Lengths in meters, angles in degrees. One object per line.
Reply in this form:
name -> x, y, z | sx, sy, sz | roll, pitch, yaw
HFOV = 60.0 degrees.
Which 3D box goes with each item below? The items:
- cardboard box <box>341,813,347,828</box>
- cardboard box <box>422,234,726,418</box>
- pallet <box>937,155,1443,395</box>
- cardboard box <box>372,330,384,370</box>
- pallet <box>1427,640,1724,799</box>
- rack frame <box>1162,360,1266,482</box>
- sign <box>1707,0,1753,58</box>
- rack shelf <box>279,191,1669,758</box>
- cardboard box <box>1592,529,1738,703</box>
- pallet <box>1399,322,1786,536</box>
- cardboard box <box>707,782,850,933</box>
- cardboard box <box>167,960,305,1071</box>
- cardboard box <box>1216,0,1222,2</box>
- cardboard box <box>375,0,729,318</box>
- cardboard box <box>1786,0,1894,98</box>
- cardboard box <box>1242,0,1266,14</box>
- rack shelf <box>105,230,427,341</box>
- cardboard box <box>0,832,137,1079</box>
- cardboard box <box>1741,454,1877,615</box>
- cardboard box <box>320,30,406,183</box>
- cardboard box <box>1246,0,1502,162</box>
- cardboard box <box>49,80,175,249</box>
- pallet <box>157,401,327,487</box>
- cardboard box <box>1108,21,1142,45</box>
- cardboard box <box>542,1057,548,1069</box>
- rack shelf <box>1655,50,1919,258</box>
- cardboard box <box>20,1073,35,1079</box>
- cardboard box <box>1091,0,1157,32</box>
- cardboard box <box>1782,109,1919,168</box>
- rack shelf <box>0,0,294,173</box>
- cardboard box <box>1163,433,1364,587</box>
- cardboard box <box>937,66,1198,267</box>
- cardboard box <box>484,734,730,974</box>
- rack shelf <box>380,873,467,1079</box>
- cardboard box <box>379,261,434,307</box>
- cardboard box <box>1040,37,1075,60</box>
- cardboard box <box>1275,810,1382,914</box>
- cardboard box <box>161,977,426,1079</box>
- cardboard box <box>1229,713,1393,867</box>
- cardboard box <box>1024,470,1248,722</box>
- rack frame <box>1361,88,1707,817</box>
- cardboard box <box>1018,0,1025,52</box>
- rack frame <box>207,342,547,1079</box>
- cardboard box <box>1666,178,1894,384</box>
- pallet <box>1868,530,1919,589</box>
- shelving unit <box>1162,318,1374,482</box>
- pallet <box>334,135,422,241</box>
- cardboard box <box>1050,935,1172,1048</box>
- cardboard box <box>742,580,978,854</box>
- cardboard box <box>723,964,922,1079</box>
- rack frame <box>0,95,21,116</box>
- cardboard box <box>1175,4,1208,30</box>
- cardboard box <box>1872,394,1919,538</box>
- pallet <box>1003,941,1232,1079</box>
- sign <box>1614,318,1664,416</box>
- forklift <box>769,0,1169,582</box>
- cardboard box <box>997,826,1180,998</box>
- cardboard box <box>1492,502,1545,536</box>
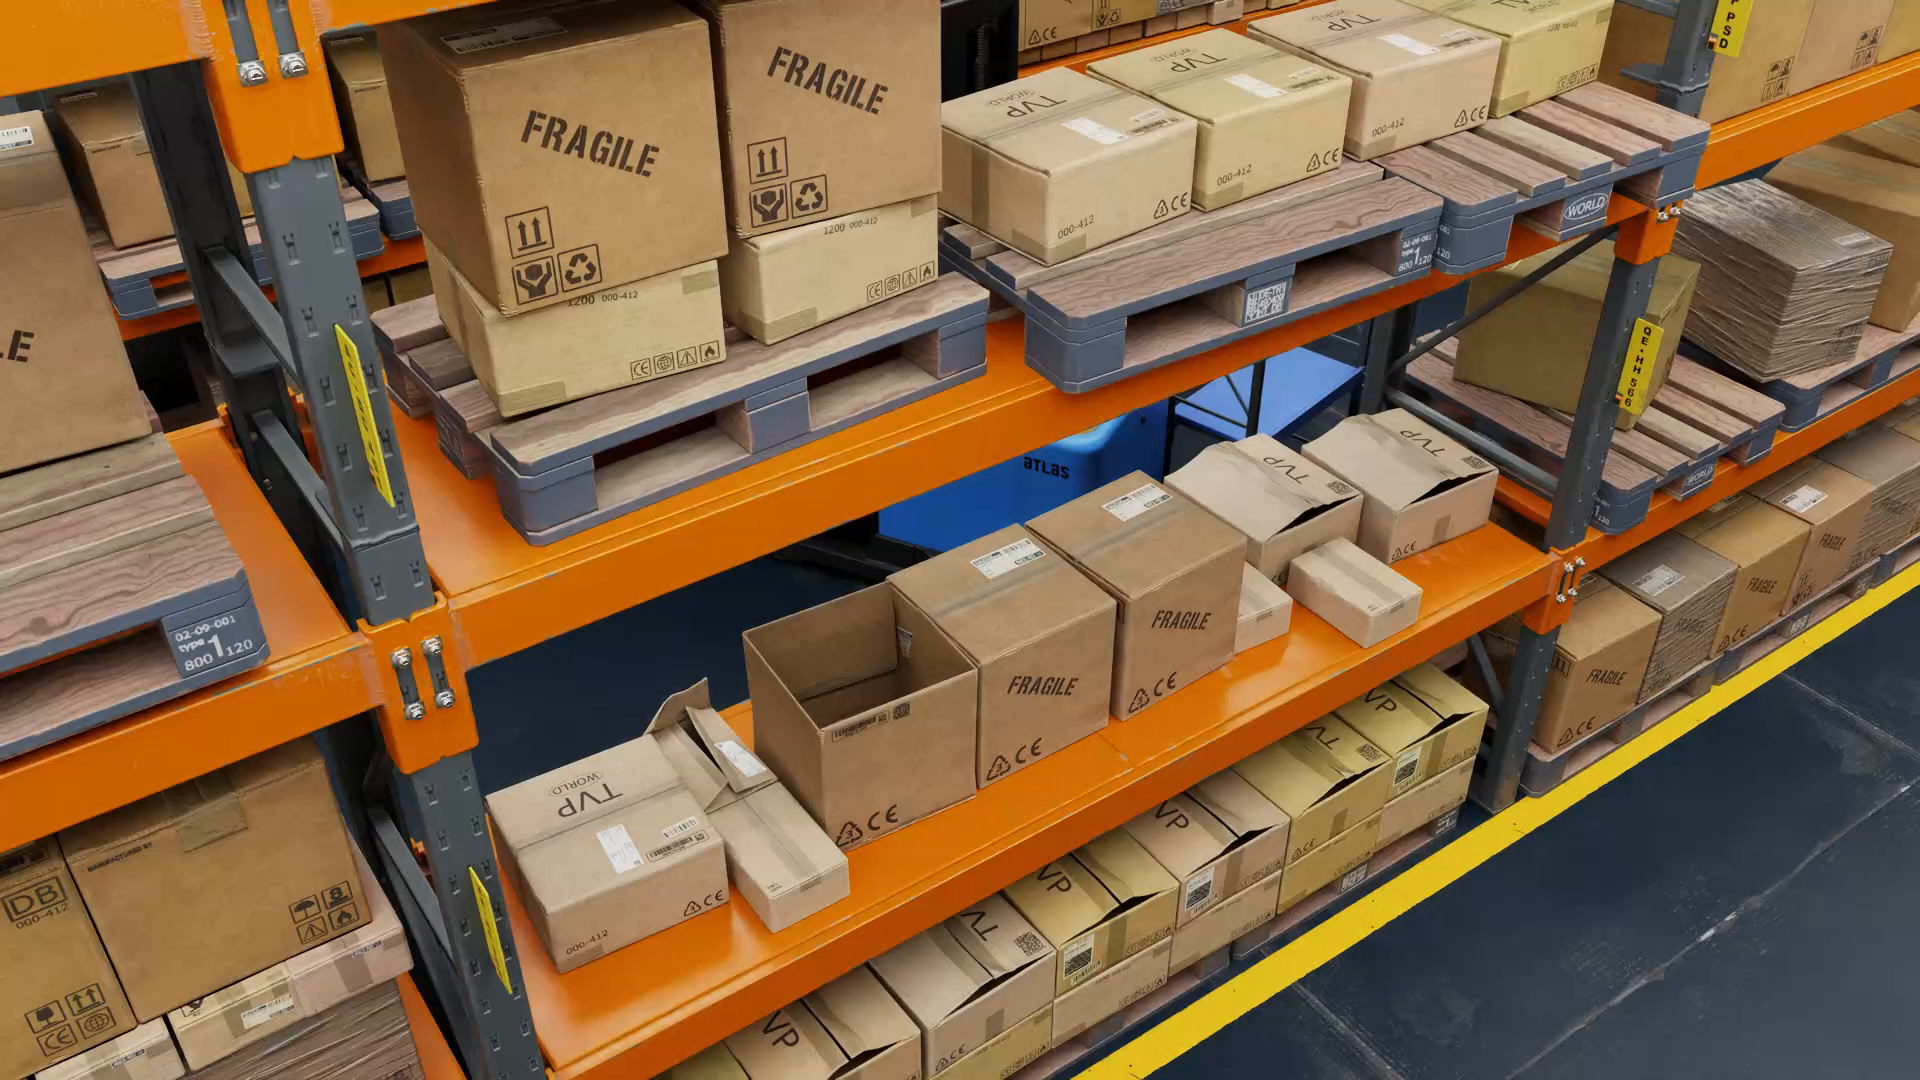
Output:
cardboard box -> -1.688, 0.677, 4.098 | 0.250, 0.149, 0.380 | -22, 41, -28
cardboard box -> -0.848, -0.547, 3.641 | 0.500, 0.250, 0.500 | -18, 39, -23
pallet -> 0.497, -0.855, 4.462 | 1.213, 0.211, 1.003 | -20, 40, -26
cardboard box -> -3.228, -0.997, 8.831 | 0.500, 0.500, 0.700 | -23, 42, -29
pallet -> 2.545, 0.537, 7.323 | 1.213, 0.211, 1.003 | -22, 41, -28
rack frame -> 1.174, -0.595, 7.793 | 0.500, 1.500, 0.032 | 27, 44, 32
sign -> 2.226, -1.554, 4.763 | 0.005, 0.325, 0.100 | -22, 41, -28
rack shelf -> 0.278, -0.615, 4.584 | 4.000, 0.370, 1.077 | -22, 41, -28
cardboard box -> 2.874, 0.278, 7.058 | 0.500, 0.500, 0.500 | -24, 42, -29
pallet -> 2.426, -0.546, 6.604 | 1.003, 0.211, 1.213 | -22, 41, -28
cardboard box -> -0.515, 0.885, 4.666 | 0.250, 0.149, 0.380 | -22, 41, -28
cardboard box -> -1.659, 0.955, 3.712 | 0.250, 0.149, 0.380 | -23, 42, -29
cardboard box -> 1.682, -3.788, 10.591 | 0.500, 0.500, 0.500 | -22, 41, -28
cardboard box -> -0.830, -0.837, 3.403 | 0.500, 0.500, 0.500 | -22, 41, -27
cardboard box -> 2.667, -1.955, 5.745 | 0.500, 0.500, 0.910 | -22, 41, -28
cardboard box -> 1.782, -3.566, 10.838 | 0.250, 0.149, 0.380 | -21, 41, -27
rack shelf -> -2.579, -1.761, 8.745 | 4.000, 0.370, 1.077 | -22, 41, -28
cardboard box -> -2.128, 0.739, 3.457 | 0.500, 0.500, 0.700 | -22, 41, -28
cardboard box -> 3.710, -0.066, 7.537 | 0.500, 0.500, 0.500 | -24, 42, -29
cardboard box -> -2.797, -2.175, 8.243 | 0.500, 0.500, 0.700 | -17, 39, -22
cardboard box -> 1.156, -1.325, 4.723 | 0.500, 0.250, 0.500 | -21, 41, -27
cardboard box -> -3.778, -1.754, 7.657 | 0.500, 0.500, 0.700 | -22, 41, -28
pallet -> -3.578, -0.510, 8.779 | 1.213, 0.211, 1.003 | -22, 41, -28
cardboard box -> 0.925, -3.238, 10.381 | 0.250, 0.149, 0.380 | -21, 41, -27
cardboard box -> -1.191, 1.428, 5.210 | 0.500, 0.311, 0.500 | -22, 41, -28
rack shelf -> 3.547, -1.961, 6.454 | 4.000, 0.370, 1.077 | -22, 41, -28
cardboard box -> -2.086, 1.133, 3.464 | 0.250, 0.149, 0.380 | -22, 41, -28
cardboard box -> 0.861, -3.453, 10.125 | 0.500, 0.500, 0.500 | -21, 41, -27
cardboard box -> 4.140, -1.605, 7.467 | 0.500, 0.500, 0.700 | -16, 39, -21
rack shelf -> -2.992, -0.325, 1.954 | 4.000, 0.370, 1.077 | -22, 41, -28
cardboard box -> 1.070, -0.118, 5.921 | 0.500, 0.311, 0.500 | -23, 42, -28
cardboard box -> 0.241, -0.958, 4.213 | 0.500, 0.250, 0.500 | -26, 43, -32
cardboard box -> -0.980, 0.858, 4.617 | 0.500, 0.250, 0.500 | -20, 40, -25
rack shelf -> -2.992, 1.948, 3.589 | 4.000, 0.370, 1.077 | -22, 41, -28
cardboard box -> -2.841, -1.430, 8.791 | 0.500, 0.250, 0.500 | -24, 42, -29
cardboard box -> 0.494, -3.078, 10.158 | 0.250, 0.149, 0.380 | -22, 41, -27
cardboard box -> 1.204, 1.052, 6.214 | 0.500, 0.250, 0.500 | -23, 42, -28
cardboard box -> -1.716, 1.095, 4.073 | 0.500, 0.500, 0.700 | -24, 42, -29
cardboard box -> 1.205, 0.827, 6.045 | 0.500, 0.311, 0.500 | -23, 42, -29
cardboard box -> 0.550, 0.169, 5.360 | 0.500, 0.500, 0.500 | -25, 42, -30
rack frame -> 1.912, -0.362, 6.185 | 0.127, 3.000, 1.000 | -22, 41, -28
cardboard box -> 0.034, -3.108, 9.644 | 0.500, 0.500, 0.500 | -21, 41, -26
rack frame -> -1.357, 0.983, 4.314 | 0.127, 3.000, 1.000 | -22, 41, -28
cardboard box -> 3.220, -1.056, 6.703 | 0.500, 0.500, 0.700 | -15, 38, -19
pallet -> 4.539, -0.284, 8.464 | 1.213, 0.211, 1.003 | -22, 41, -28
shelving unit -> 1.509, -0.819, 8.104 | 0.538, 1.500, 1.048 | 27, 44, 32
pallet -> -2.539, -1.962, 8.573 | 1.213, 0.211, 1.003 | -22, 41, -28
cardboard box -> 0.372, 1.394, 5.738 | 0.500, 0.250, 0.500 | -22, 41, -27
cardboard box -> -0.289, 0.515, 4.880 | 0.500, 0.500, 0.500 | -19, 40, -25
cardboard box -> -0.464, 1.515, 5.089 | 0.500, 0.311, 0.500 | -23, 42, -28
rack frame -> -4.214, -1.380, 7.600 | 0.127, 3.000, 1.000 | -22, 41, -28
cardboard box -> 1.362, -3.399, 10.605 | 0.250, 0.149, 0.380 | -22, 41, -28
cardboard box -> 4.535, -0.407, 8.010 | 0.500, 0.500, 0.500 | -22, 41, -28
pallet -> 0.221, 1.436, 6.073 | 1.213, 0.211, 1.003 | -22, 41, -28
sign -> 2.235, -0.569, 5.480 | 0.005, 0.325, 0.100 | -22, 41, -28
forklift -> -0.561, -1.349, 7.616 | 3.031, 2.935, 1.130 | 16, 39, 21
cardboard box -> 0.380, 1.163, 5.578 | 0.500, 0.311, 0.500 | -21, 41, -27
cardboard box -> 2.585, -0.278, 7.190 | 0.500, 0.250, 0.500 | -21, 41, -26
